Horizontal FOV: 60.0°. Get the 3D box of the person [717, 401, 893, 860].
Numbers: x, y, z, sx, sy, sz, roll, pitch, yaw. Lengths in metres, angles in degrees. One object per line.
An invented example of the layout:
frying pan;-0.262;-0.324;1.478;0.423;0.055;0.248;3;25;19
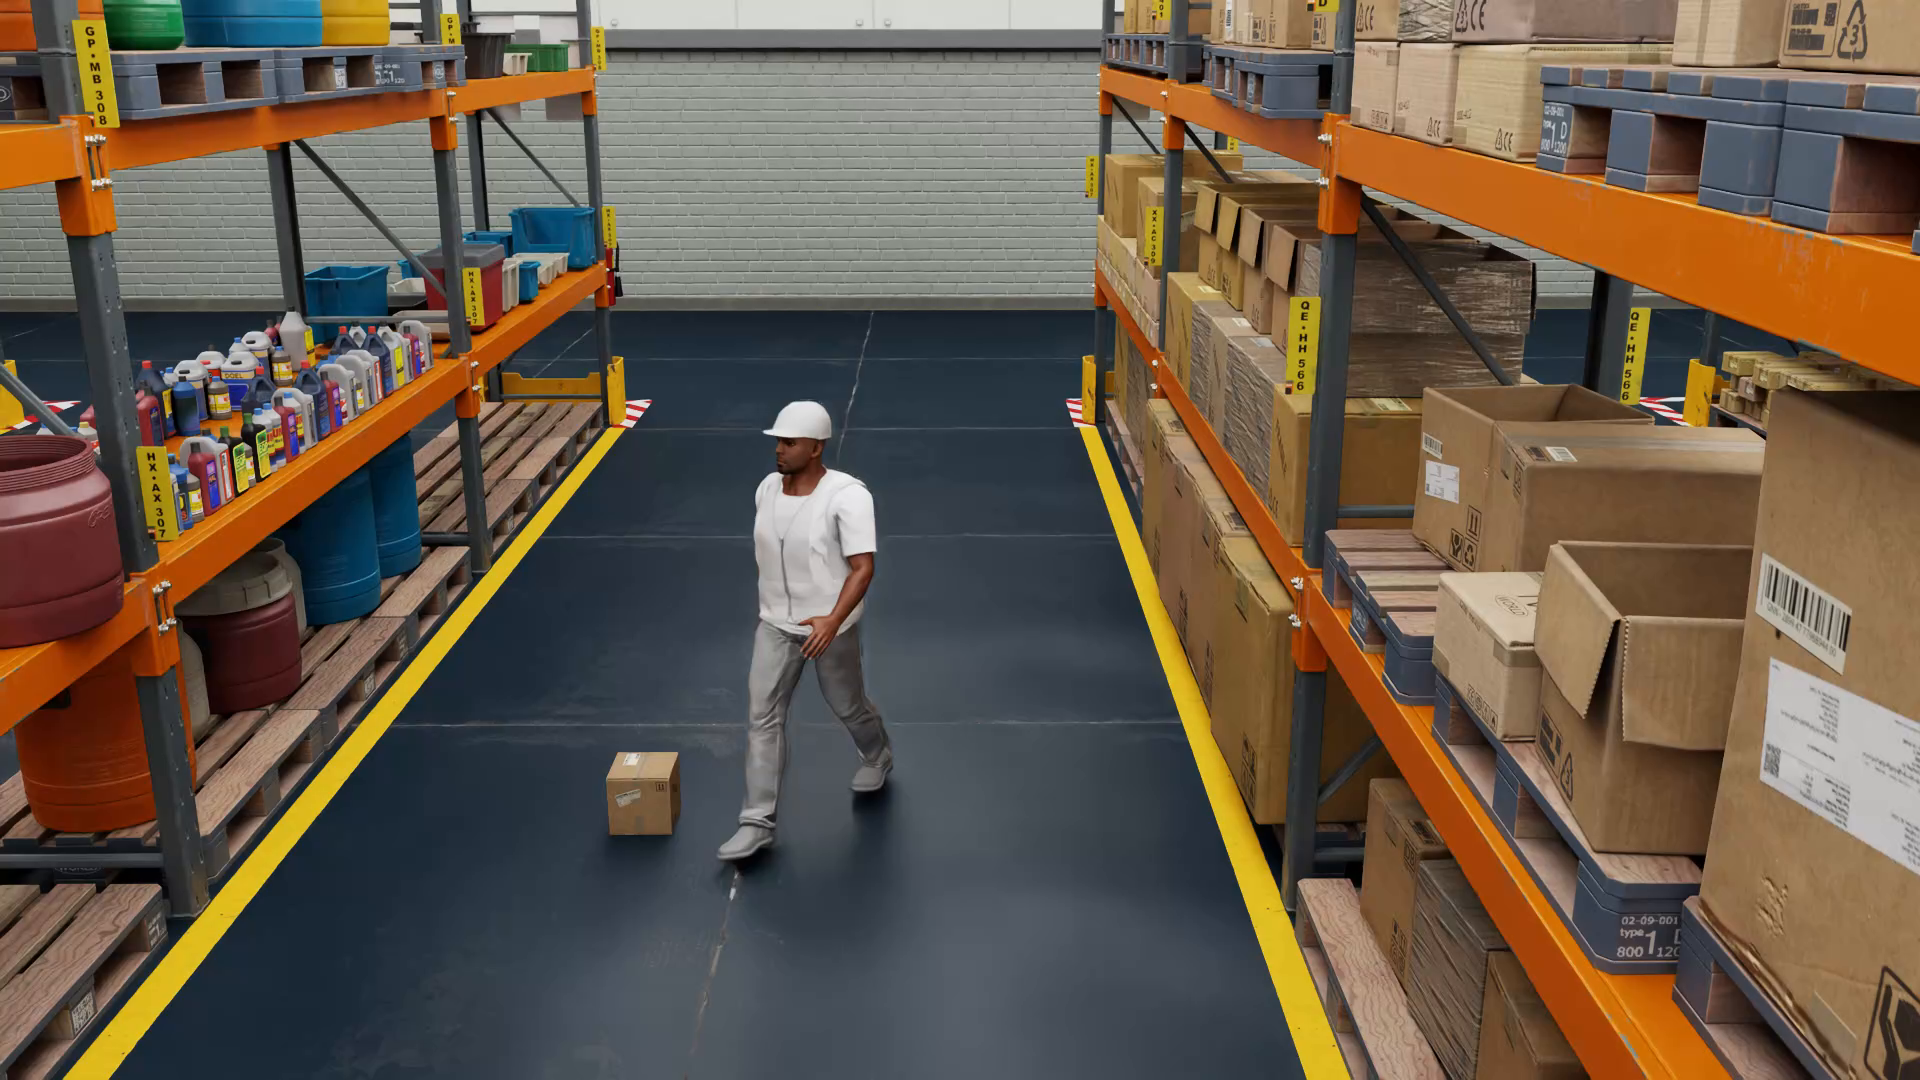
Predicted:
person;-0.640;0.323;6.510;0.624;1.711;1.060;8;19;24
